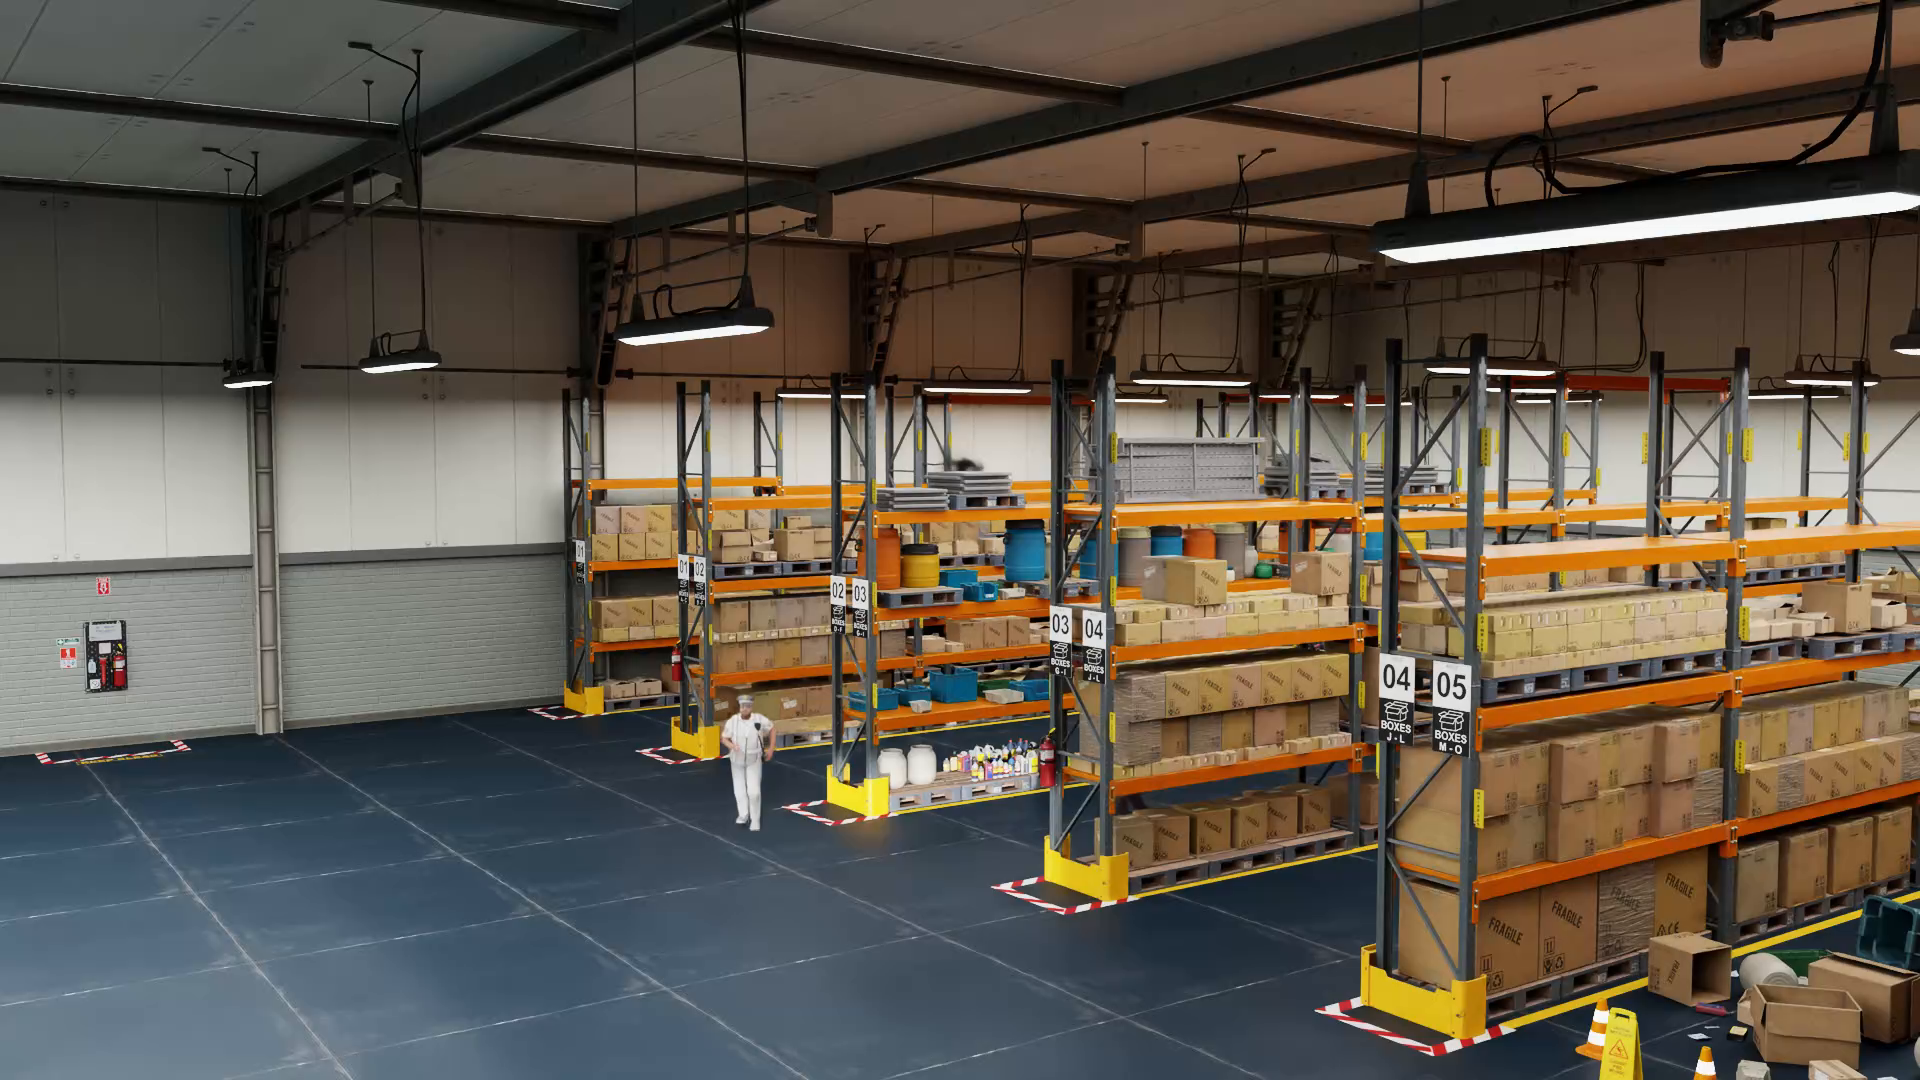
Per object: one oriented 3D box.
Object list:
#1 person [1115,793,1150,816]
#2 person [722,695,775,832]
[{"bbox_3d":[2.166,2.919,21.391,0.828,1.777,0.658,-2,4,-33],"label":"person"},{"bbox_3d":[-2.758,2.920,21.643,0.679,1.853,0.752,0,4,-1],"label":"person"}]
